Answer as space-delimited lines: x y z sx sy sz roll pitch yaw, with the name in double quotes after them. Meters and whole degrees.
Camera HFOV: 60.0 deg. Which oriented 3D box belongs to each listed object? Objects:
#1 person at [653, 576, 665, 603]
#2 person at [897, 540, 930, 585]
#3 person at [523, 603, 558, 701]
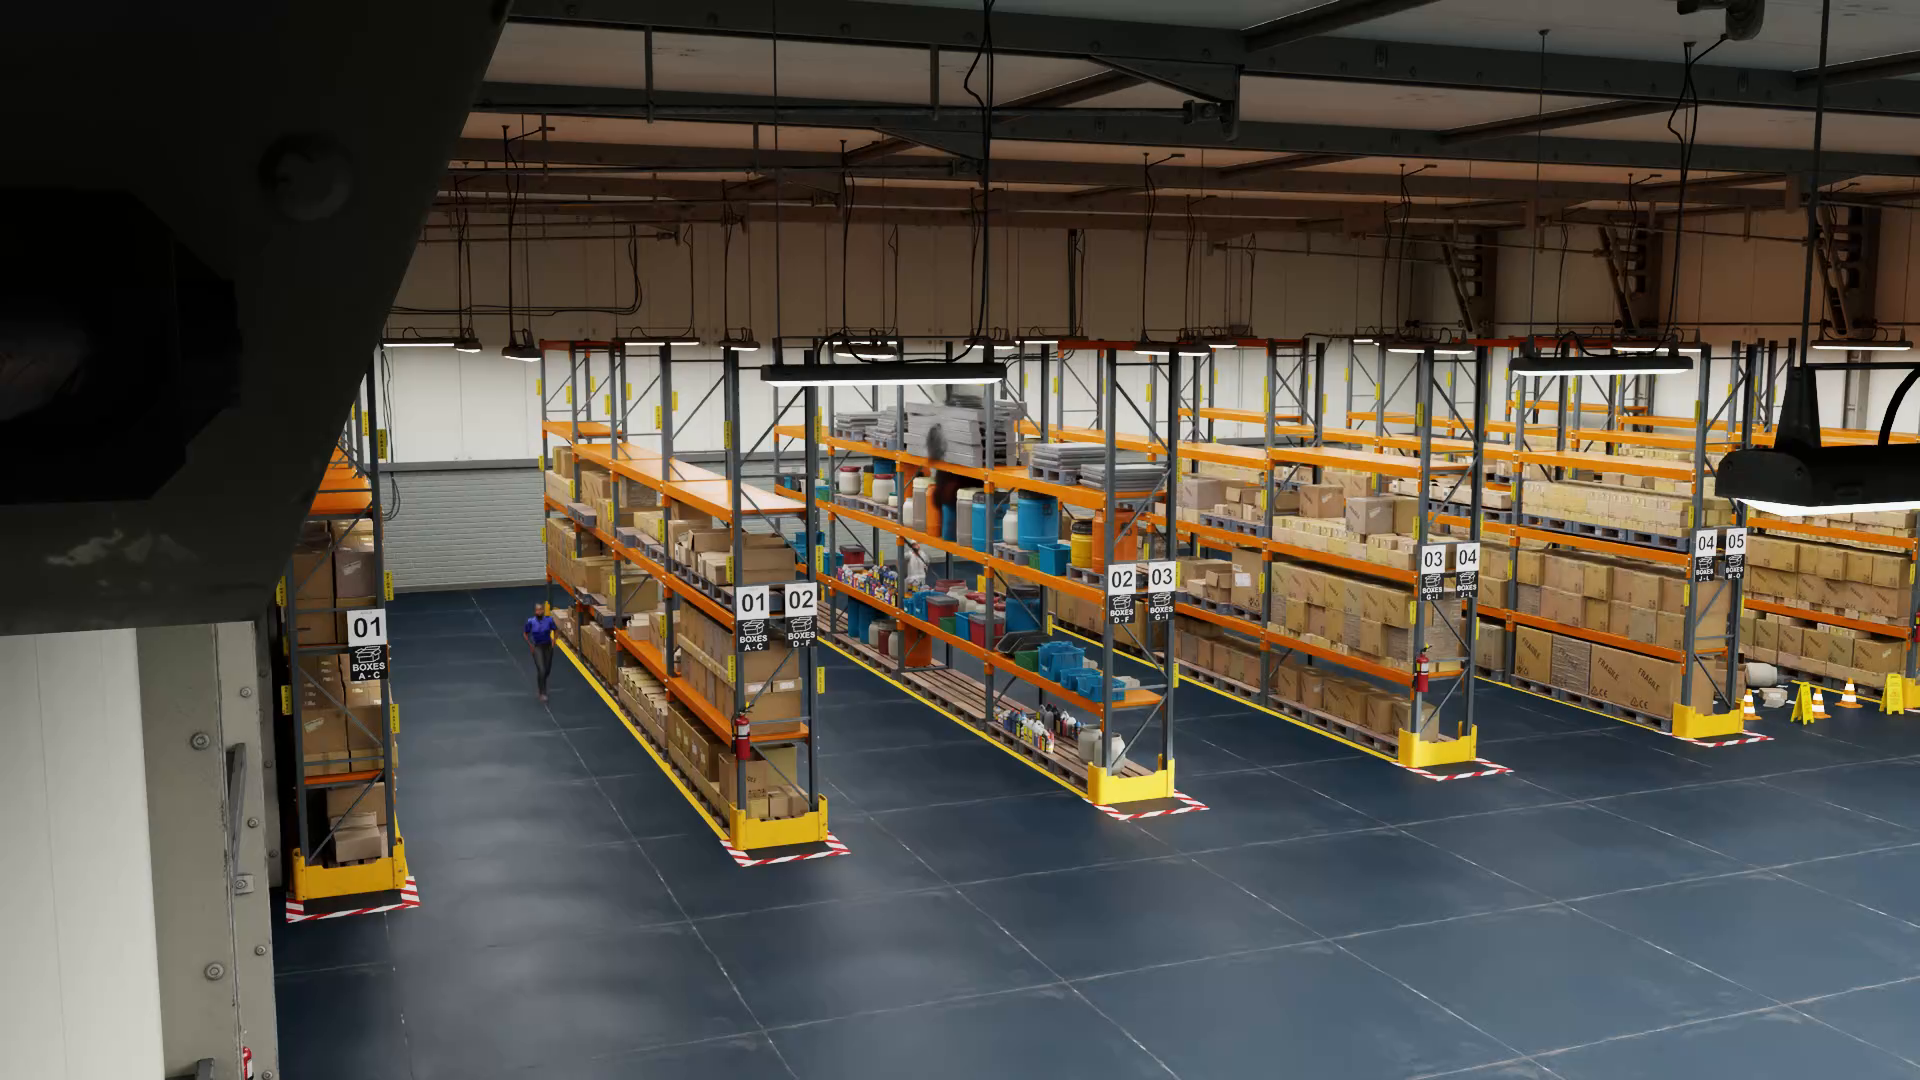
-6.296 0.894 35.214 0.686 1.749 0.551 -7 10 -41 "person"
-0.919 0.849 35.370 0.647 1.789 0.707 -4 9 -30 "person"
-7.109 1.871 28.229 0.576 1.666 0.730 -3 8 -22 "person"
